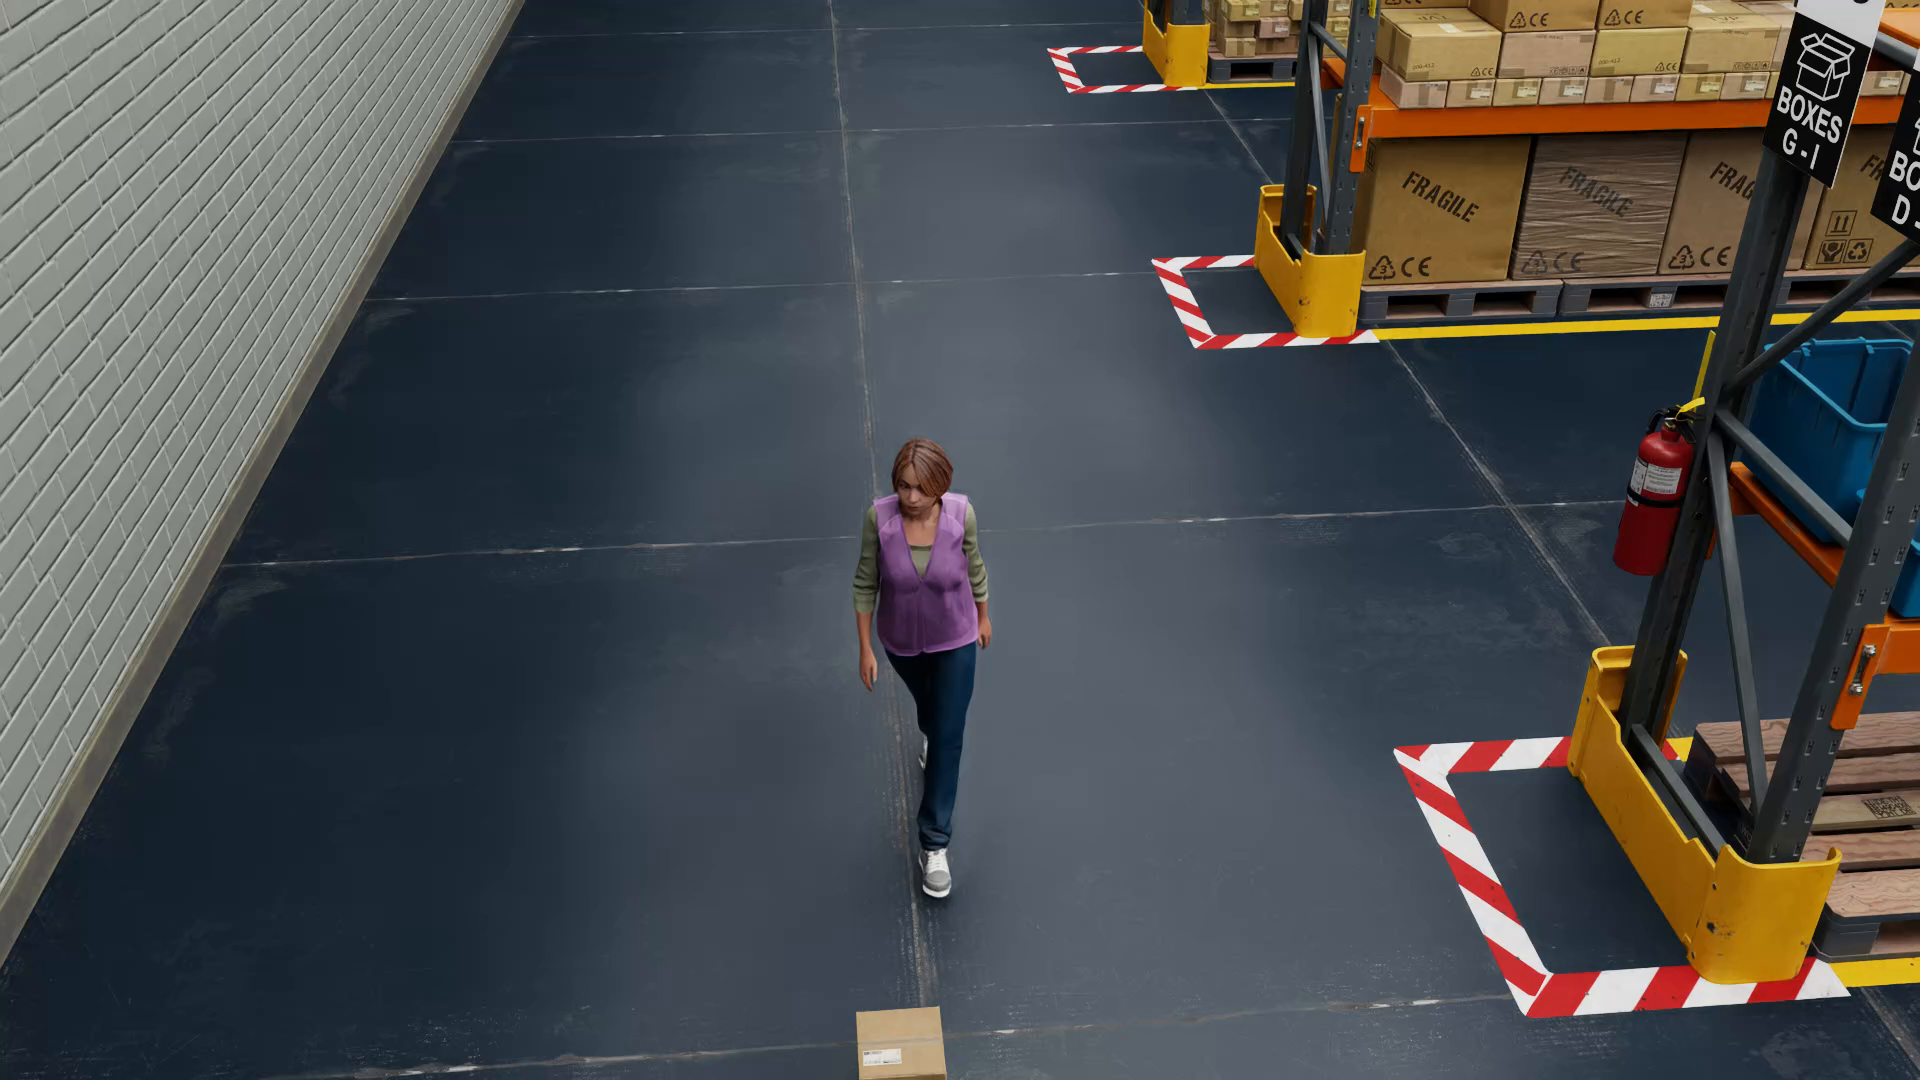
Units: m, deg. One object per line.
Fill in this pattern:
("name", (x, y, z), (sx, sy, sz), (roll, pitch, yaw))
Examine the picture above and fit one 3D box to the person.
("person", (-0.132, 0.329, 5.599), (0.443, 1.530, 0.954), (4, 32, 7))
